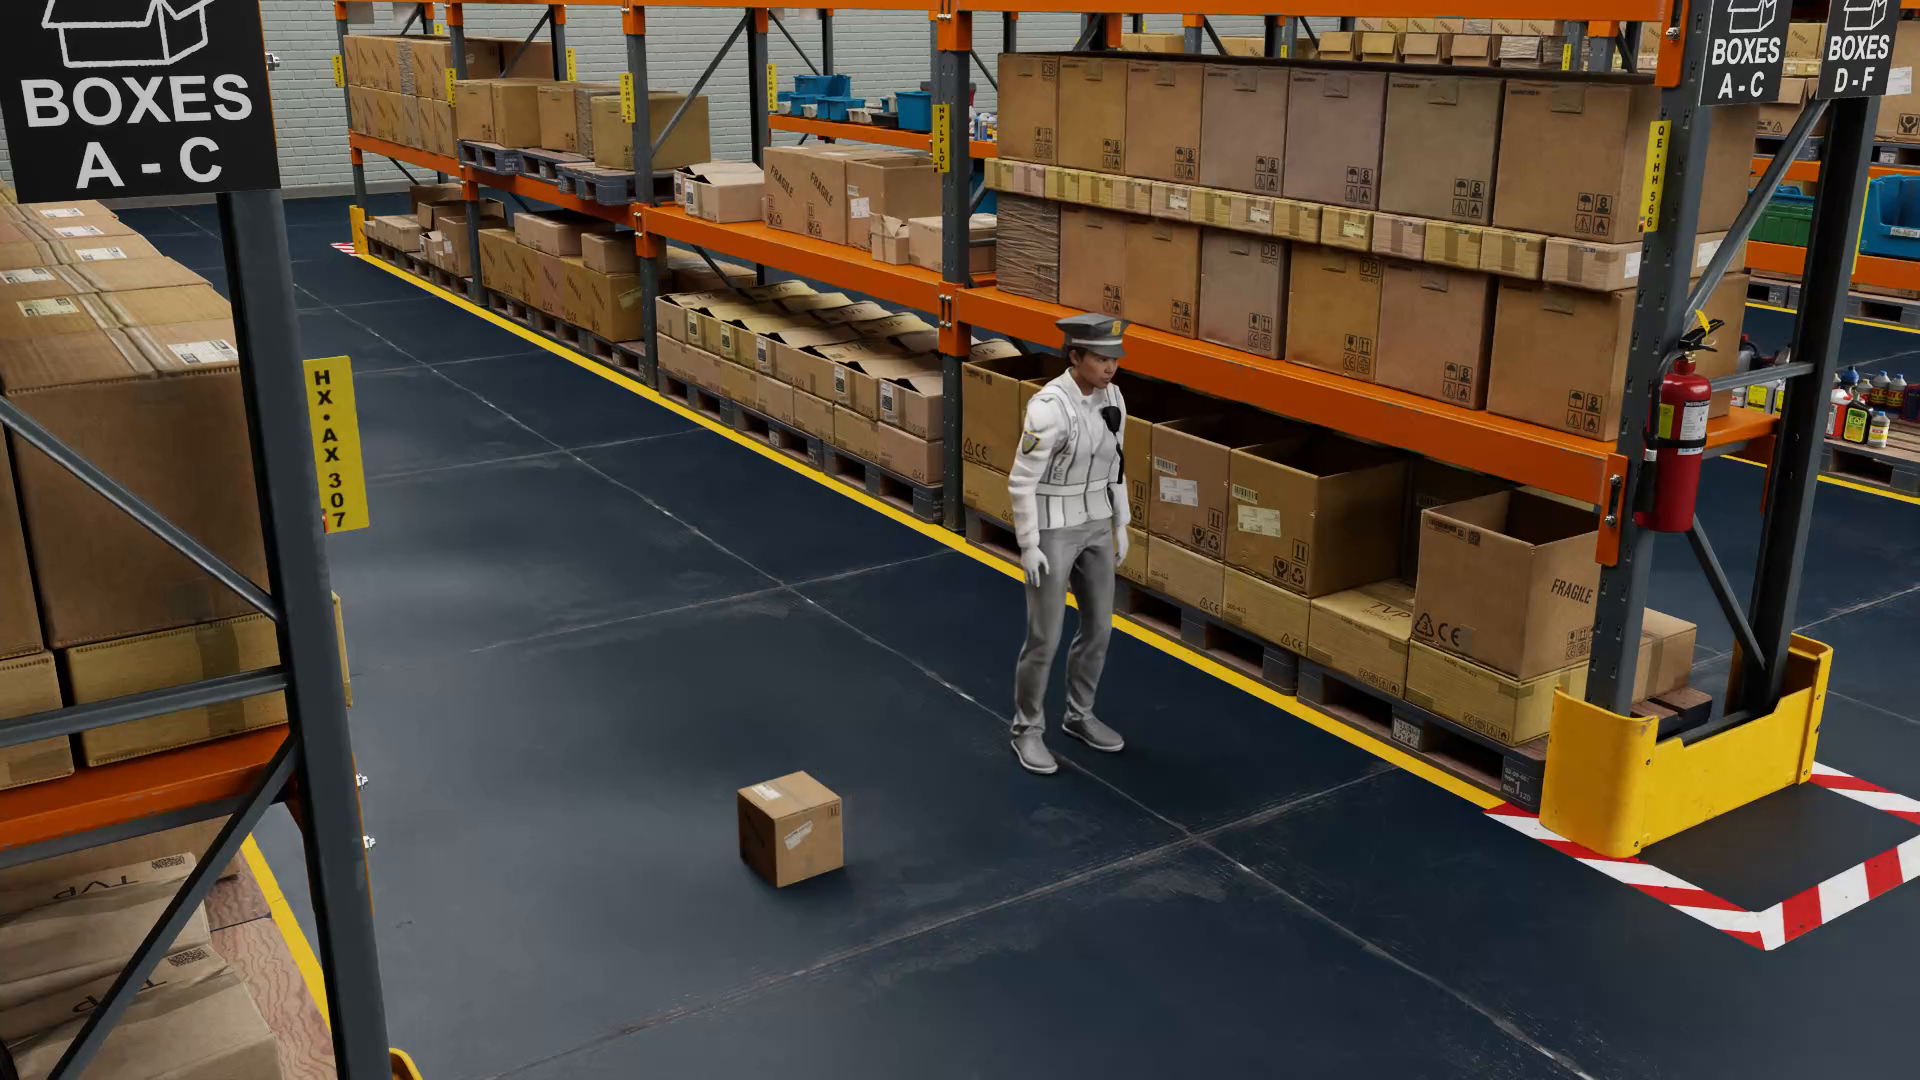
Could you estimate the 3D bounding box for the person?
[{"bbox_3d":[0.411,-0.009,6.078,0.545,1.662,0.376,-13,22,-35],"label":"person"}]
